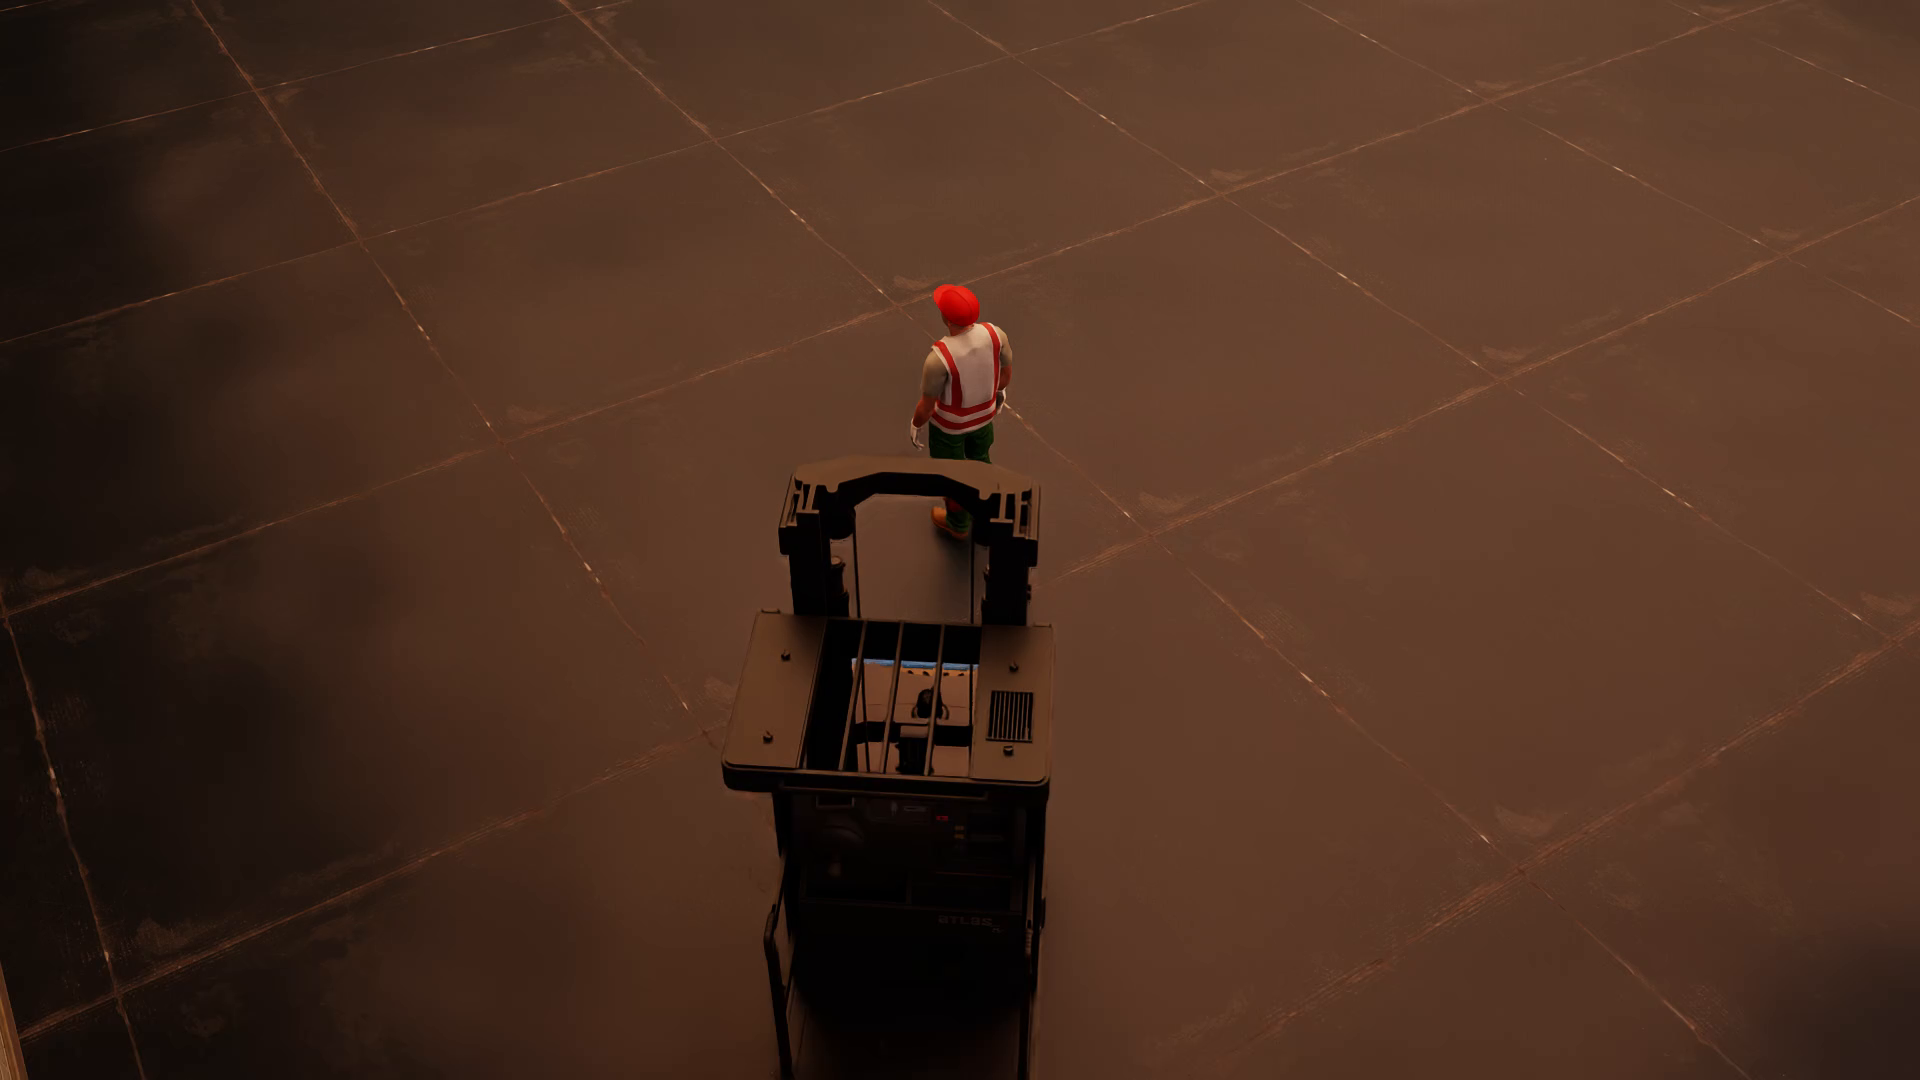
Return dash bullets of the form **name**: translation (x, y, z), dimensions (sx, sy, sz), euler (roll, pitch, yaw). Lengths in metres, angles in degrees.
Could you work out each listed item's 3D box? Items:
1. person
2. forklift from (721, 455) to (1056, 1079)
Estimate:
- **person**: translation (-0.033, -0.758, 9.534), dimensions (0.638, 1.786, 0.564), euler (-23, 46, -24)
- **forklift**: translation (-0.217, 1.246, 6.445), dimensions (1.130, 2.935, 3.031), euler (3, 41, 3)
